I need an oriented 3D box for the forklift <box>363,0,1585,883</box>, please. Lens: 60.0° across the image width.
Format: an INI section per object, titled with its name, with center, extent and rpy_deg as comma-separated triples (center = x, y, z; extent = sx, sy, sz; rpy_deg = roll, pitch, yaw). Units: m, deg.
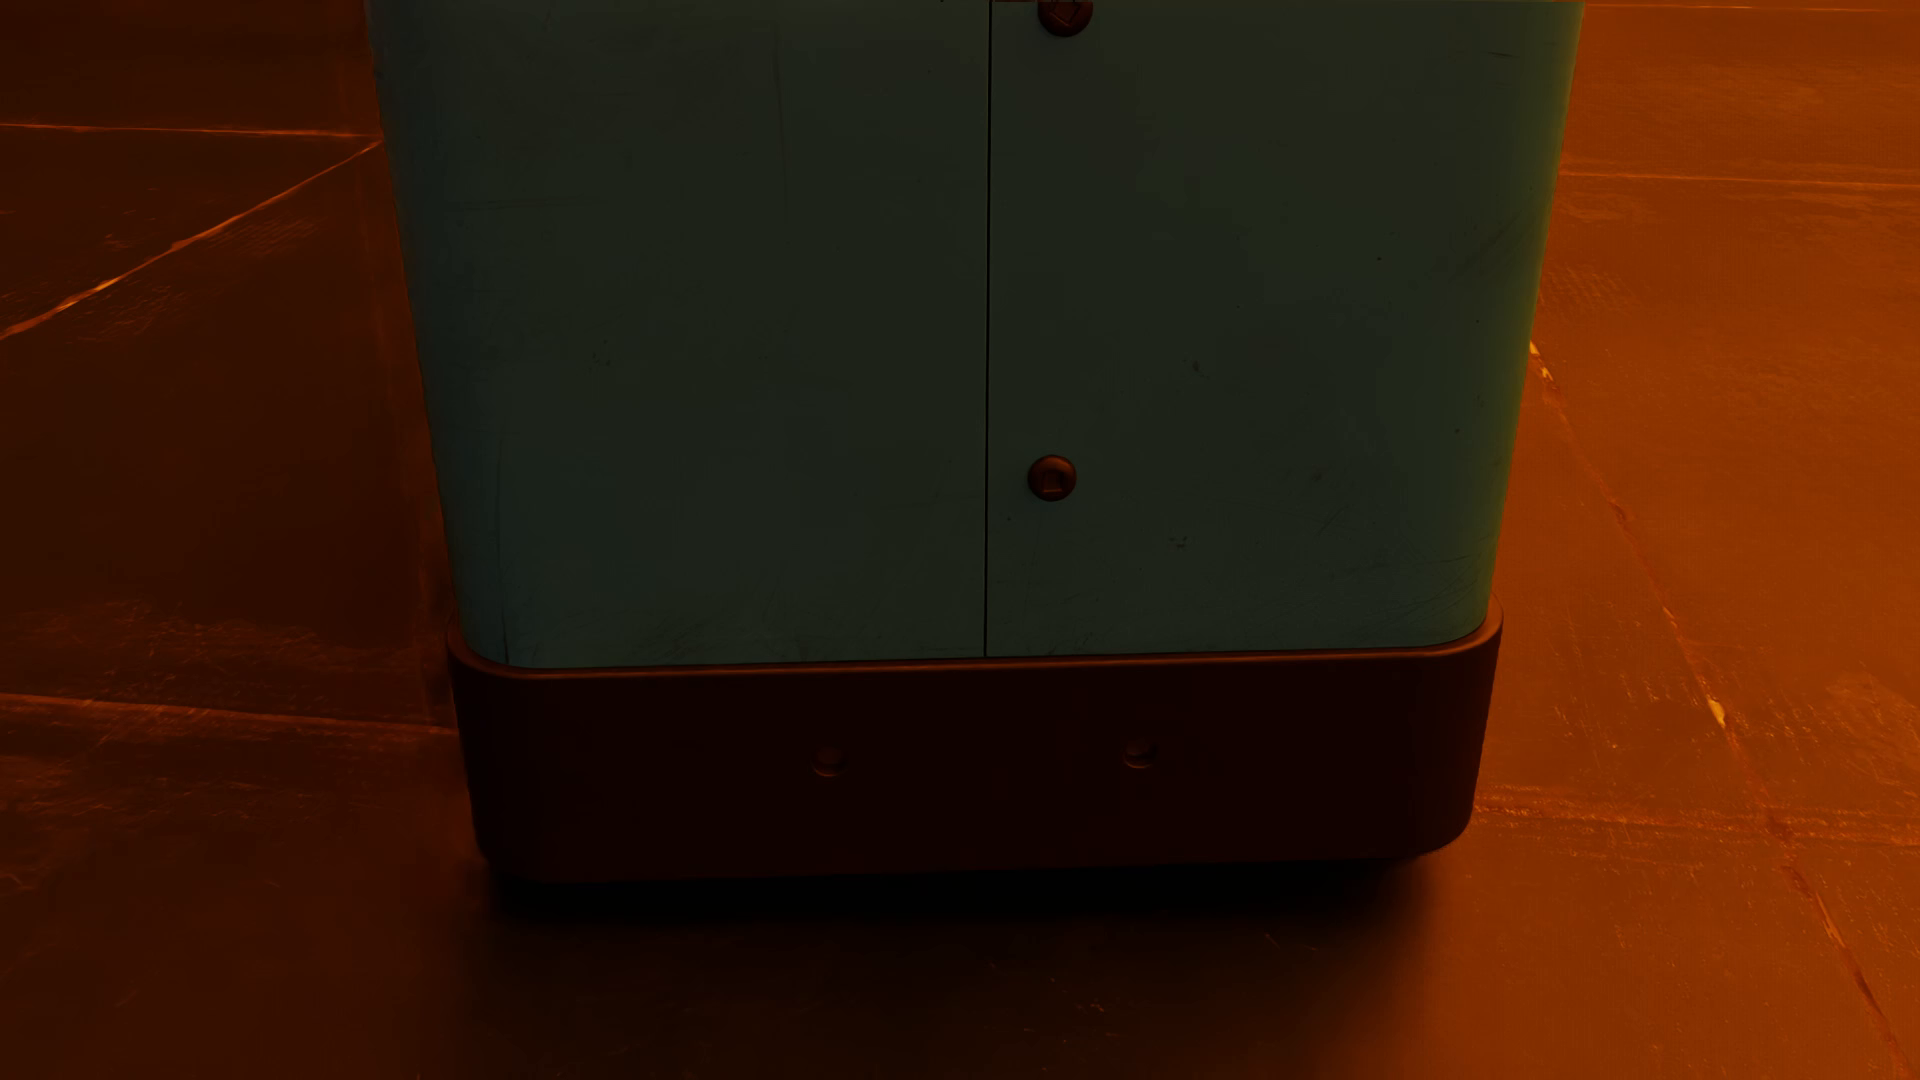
[forklift]
center = -0.050, -1.590, 2.403
extent = 1.130, 2.935, 3.031
rpy_deg = -1, 27, -3
